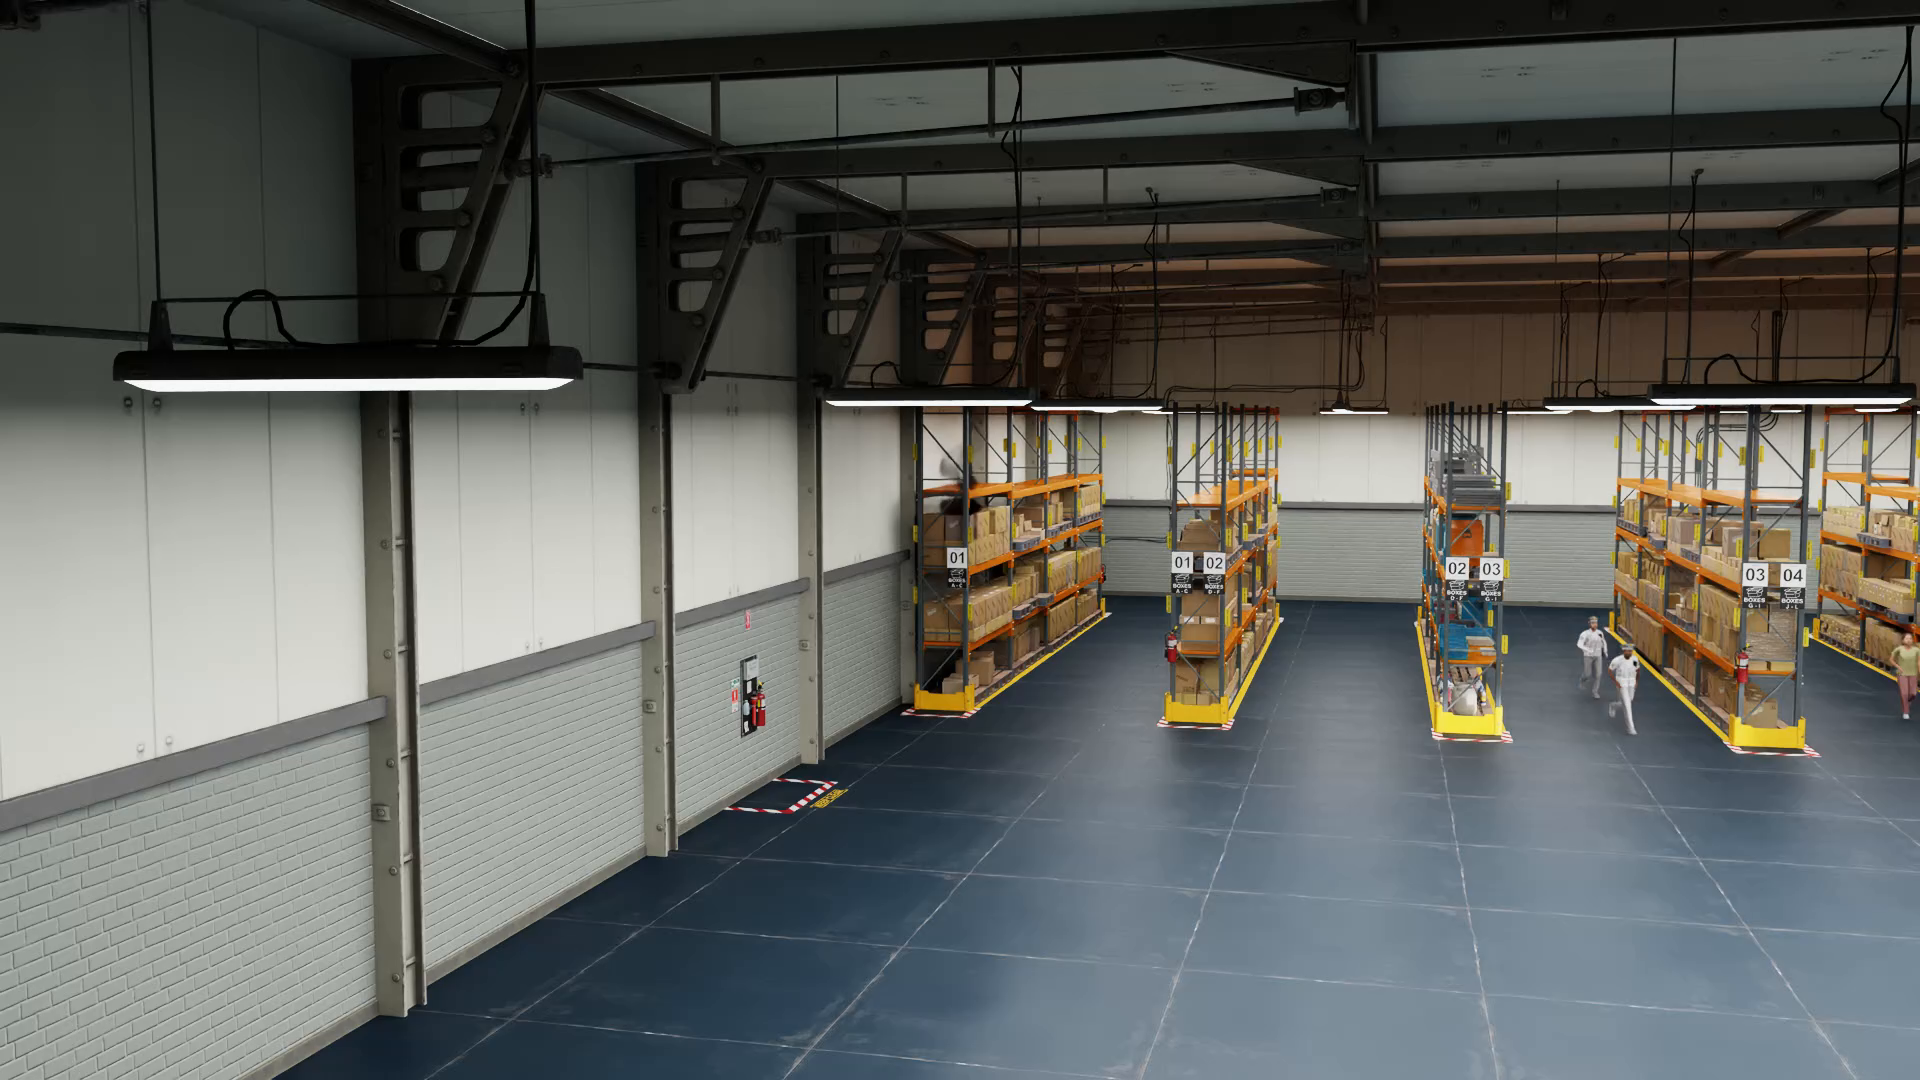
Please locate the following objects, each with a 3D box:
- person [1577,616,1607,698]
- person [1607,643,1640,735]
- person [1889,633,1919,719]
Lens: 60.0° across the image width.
[{"bbox_3d":[12.955,2.381,34.040,0.625,1.649,0.724,0,4,1],"label":"person"},{"bbox_3d":[12.107,2.683,30.375,0.575,1.679,0.912,-1,4,-9],"label":"person"},{"bbox_3d":[18.043,2.578,31.701,0.582,1.630,0.566,2,4,20],"label":"person"}]
